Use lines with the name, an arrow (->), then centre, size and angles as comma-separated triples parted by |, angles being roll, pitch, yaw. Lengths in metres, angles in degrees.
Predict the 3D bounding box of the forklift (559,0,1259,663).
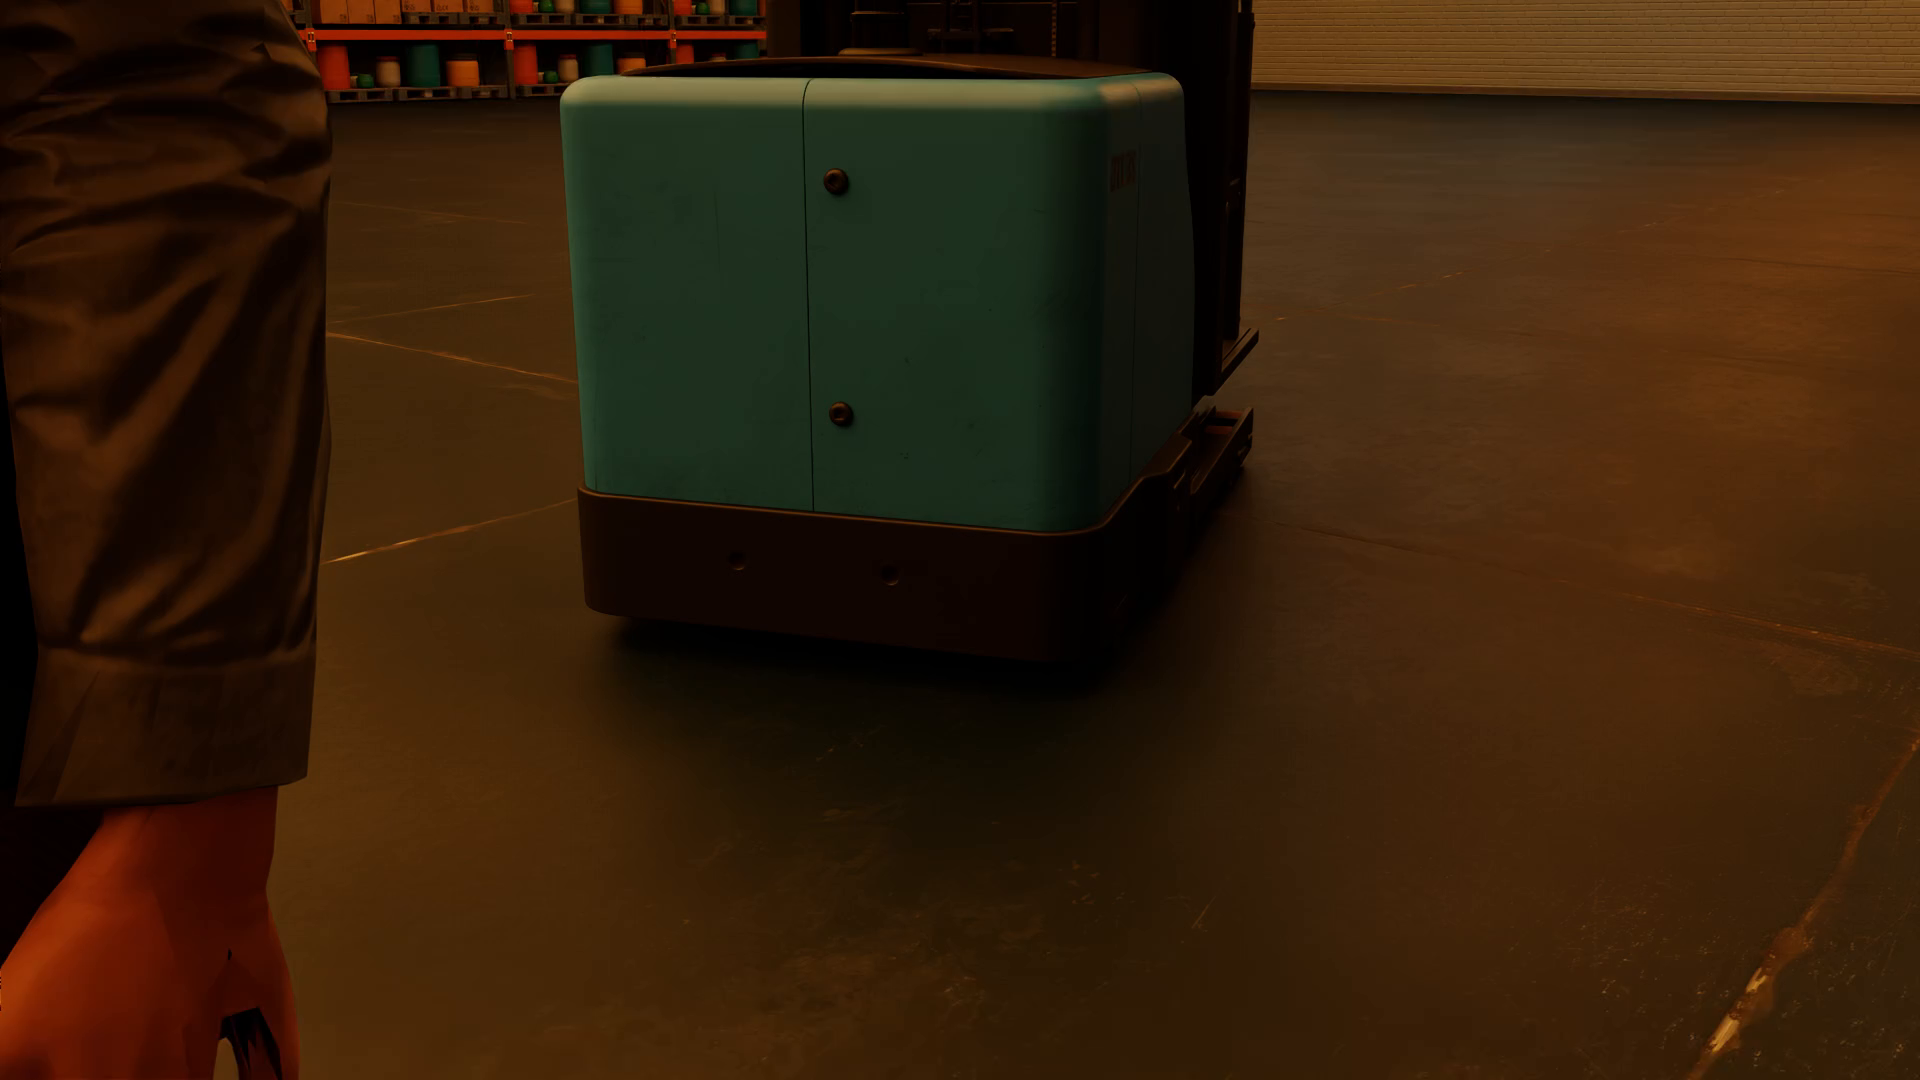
forklift -> 0.182, -1.571, 4.072 | 1.130, 2.935, 3.031 | 5, 18, 17
